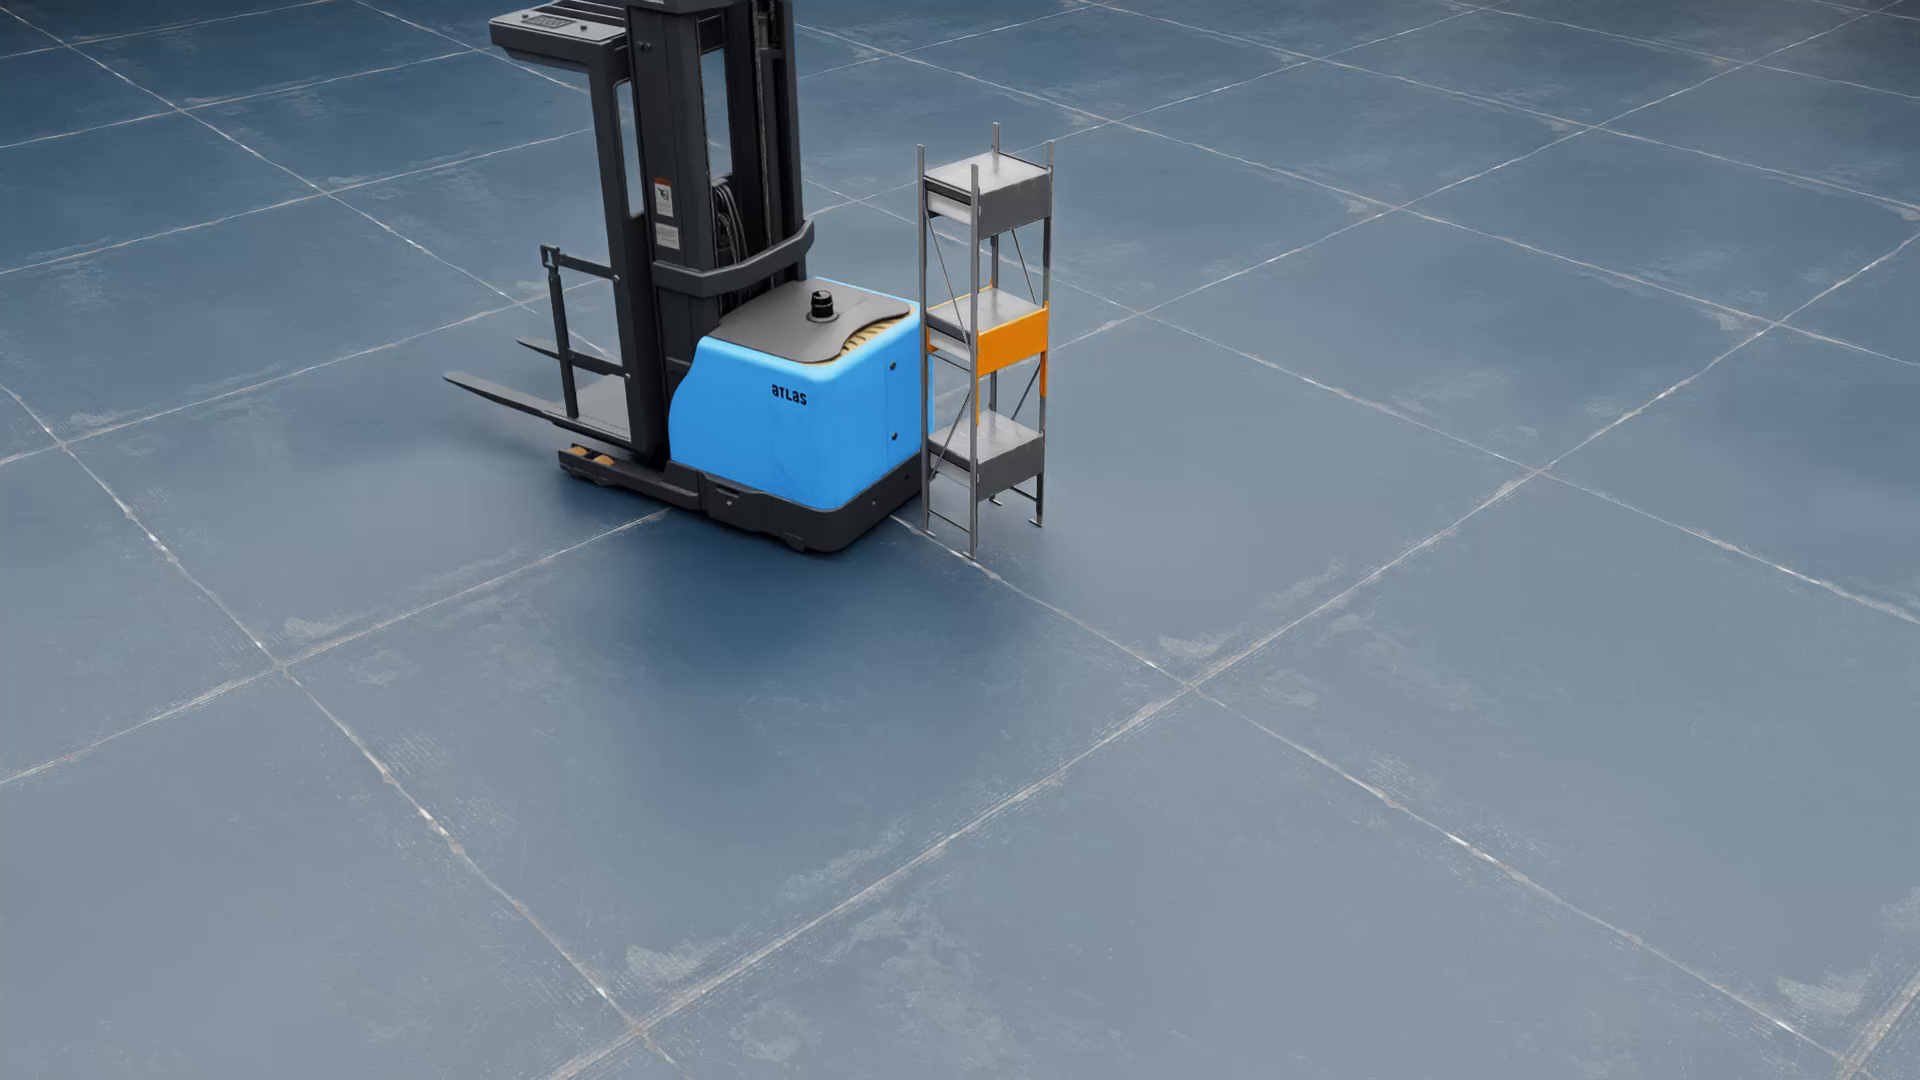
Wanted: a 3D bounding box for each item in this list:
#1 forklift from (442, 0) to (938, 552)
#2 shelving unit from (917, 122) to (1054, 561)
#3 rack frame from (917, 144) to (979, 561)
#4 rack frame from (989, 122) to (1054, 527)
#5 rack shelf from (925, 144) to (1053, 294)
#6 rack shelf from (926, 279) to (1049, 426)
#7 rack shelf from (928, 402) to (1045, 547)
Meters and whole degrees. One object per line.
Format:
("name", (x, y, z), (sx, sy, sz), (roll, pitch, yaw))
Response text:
("forklift", (-1.642, -1.763, 8.824), (3.031, 2.935, 1.130), (18, 36, 27))
("shelving unit", (0.121, -0.955, 8.298), (0.503, 2.100, 0.431), (-26, 40, -35))
("rack frame", (-0.058, -0.868, 8.157), (0.015, 2.100, 0.400), (-26, 40, -35))
("rack frame", (0.300, -1.041, 8.440), (0.015, 2.100, 0.400), (-26, 40, -35))
("rack shelf", (0.121, -1.540, 7.940), (0.480, 0.518, 0.431), (-26, 40, -35))
("rack shelf", (0.121, -0.943, 8.305), (0.480, 0.518, 0.431), (-26, 40, -35))
("rack shelf", (0.121, -0.346, 8.671), (0.480, 0.518, 0.431), (-26, 40, -35))
